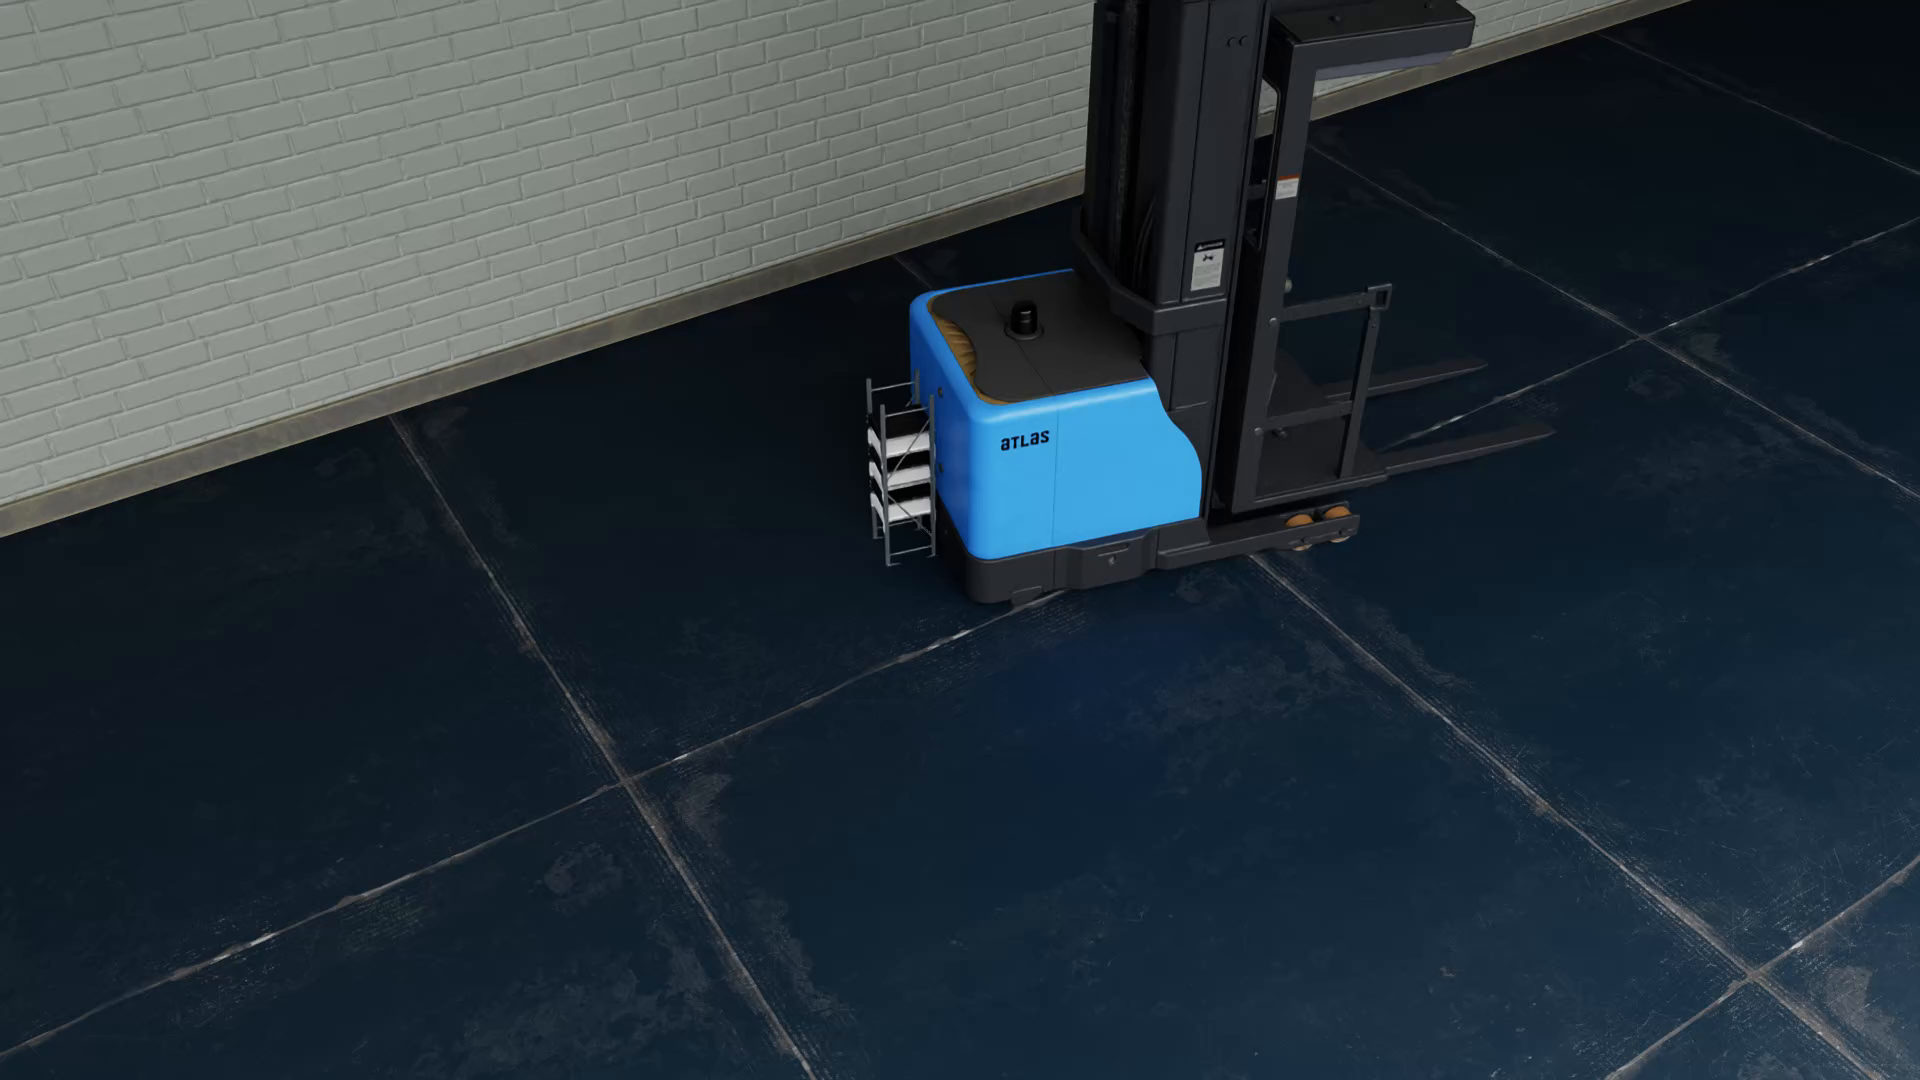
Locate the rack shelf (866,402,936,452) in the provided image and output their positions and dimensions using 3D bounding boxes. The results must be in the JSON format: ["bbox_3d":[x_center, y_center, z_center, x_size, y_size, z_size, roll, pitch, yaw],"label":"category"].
[{"bbox_3d":[-0.258,-0.493,7.270,0.258,0.077,0.200,-12,41,-14],"label":"rack shelf"}]

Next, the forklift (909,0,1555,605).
[{"bbox_3d":[1.336,-1.389,7.127,3.031,2.935,1.130,-12,41,-14],"label":"forklift"}]

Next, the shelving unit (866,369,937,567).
[{"bbox_3d":[-0.258,-0.312,7.421,0.258,0.900,0.210,-12,41,-14],"label":"shelving unit"}]

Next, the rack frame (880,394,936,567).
[{"bbox_3d":[-0.225,-0.250,7.347,0.240,0.900,0.006,-12,41,-14],"label":"rack frame"}]

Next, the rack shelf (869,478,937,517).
[{"bbox_3d":[-0.258,-0.217,7.500,0.258,0.077,0.200,-12,41,-14],"label":"rack shelf"}]

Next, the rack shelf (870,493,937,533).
[{"bbox_3d":[-0.258,-0.148,7.558,0.258,0.077,0.200,-12,41,-14],"label":"rack shelf"}]

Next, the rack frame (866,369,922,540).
[{"bbox_3d":[-0.291,-0.373,7.495,0.240,0.900,0.006,-12,41,-14],"label":"rack frame"}]

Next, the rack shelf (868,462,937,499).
[{"bbox_3d":[-0.258,-0.286,7.442,0.258,0.077,0.200,-12,41,-14],"label":"rack shelf"}]

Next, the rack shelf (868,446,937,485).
[{"bbox_3d":[-0.258,-0.355,7.385,0.258,0.077,0.200,-12,41,-14],"label":"rack shelf"}]

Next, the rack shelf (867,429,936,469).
[{"bbox_3d":[-0.258,-0.424,7.327,0.258,0.077,0.200,-12,41,-14],"label":"rack shelf"}]
